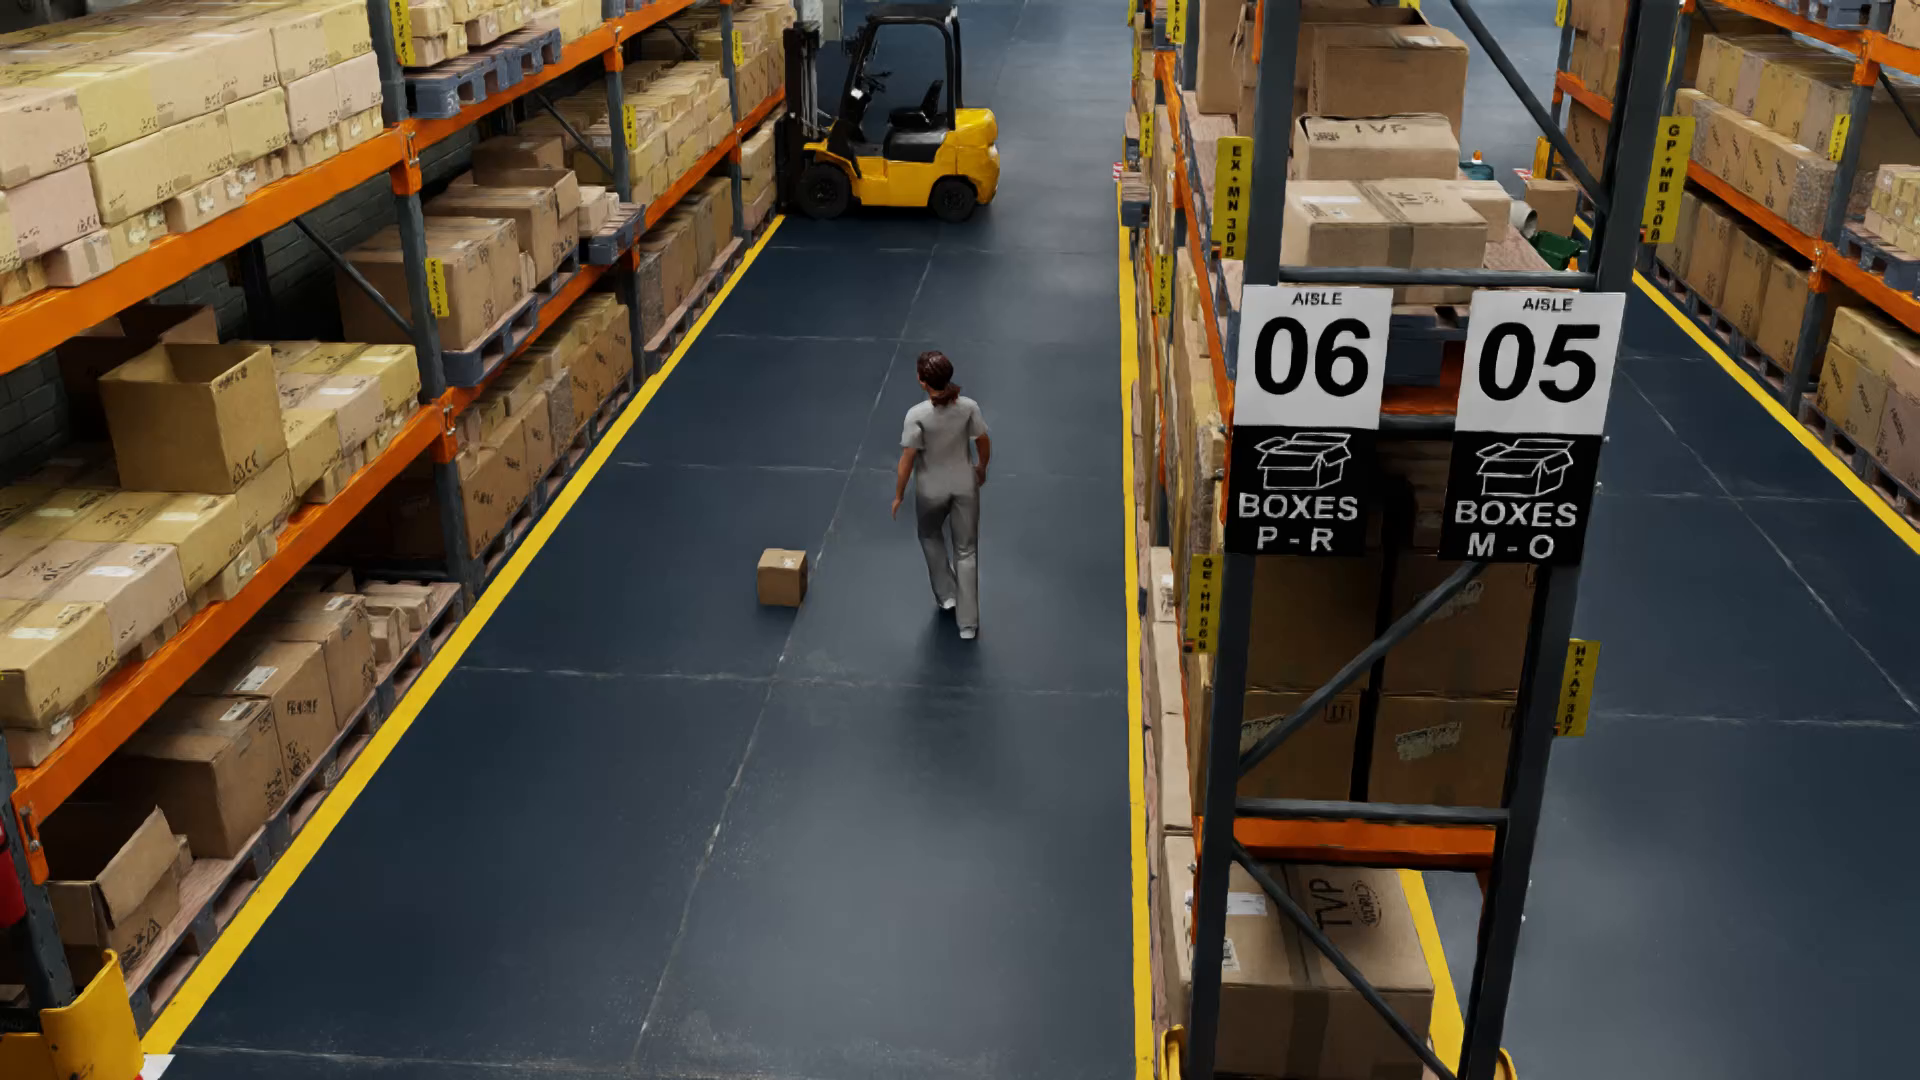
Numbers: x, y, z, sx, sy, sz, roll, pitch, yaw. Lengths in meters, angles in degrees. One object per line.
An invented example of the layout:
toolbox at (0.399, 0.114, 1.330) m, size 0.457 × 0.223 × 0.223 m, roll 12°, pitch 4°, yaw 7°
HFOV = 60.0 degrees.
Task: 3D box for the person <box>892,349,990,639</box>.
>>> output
person at (-0.114, -0.274, 9.300) m, size 0.571 × 1.689 × 0.630 m, roll -4°, pitch 25°, yaw -9°
